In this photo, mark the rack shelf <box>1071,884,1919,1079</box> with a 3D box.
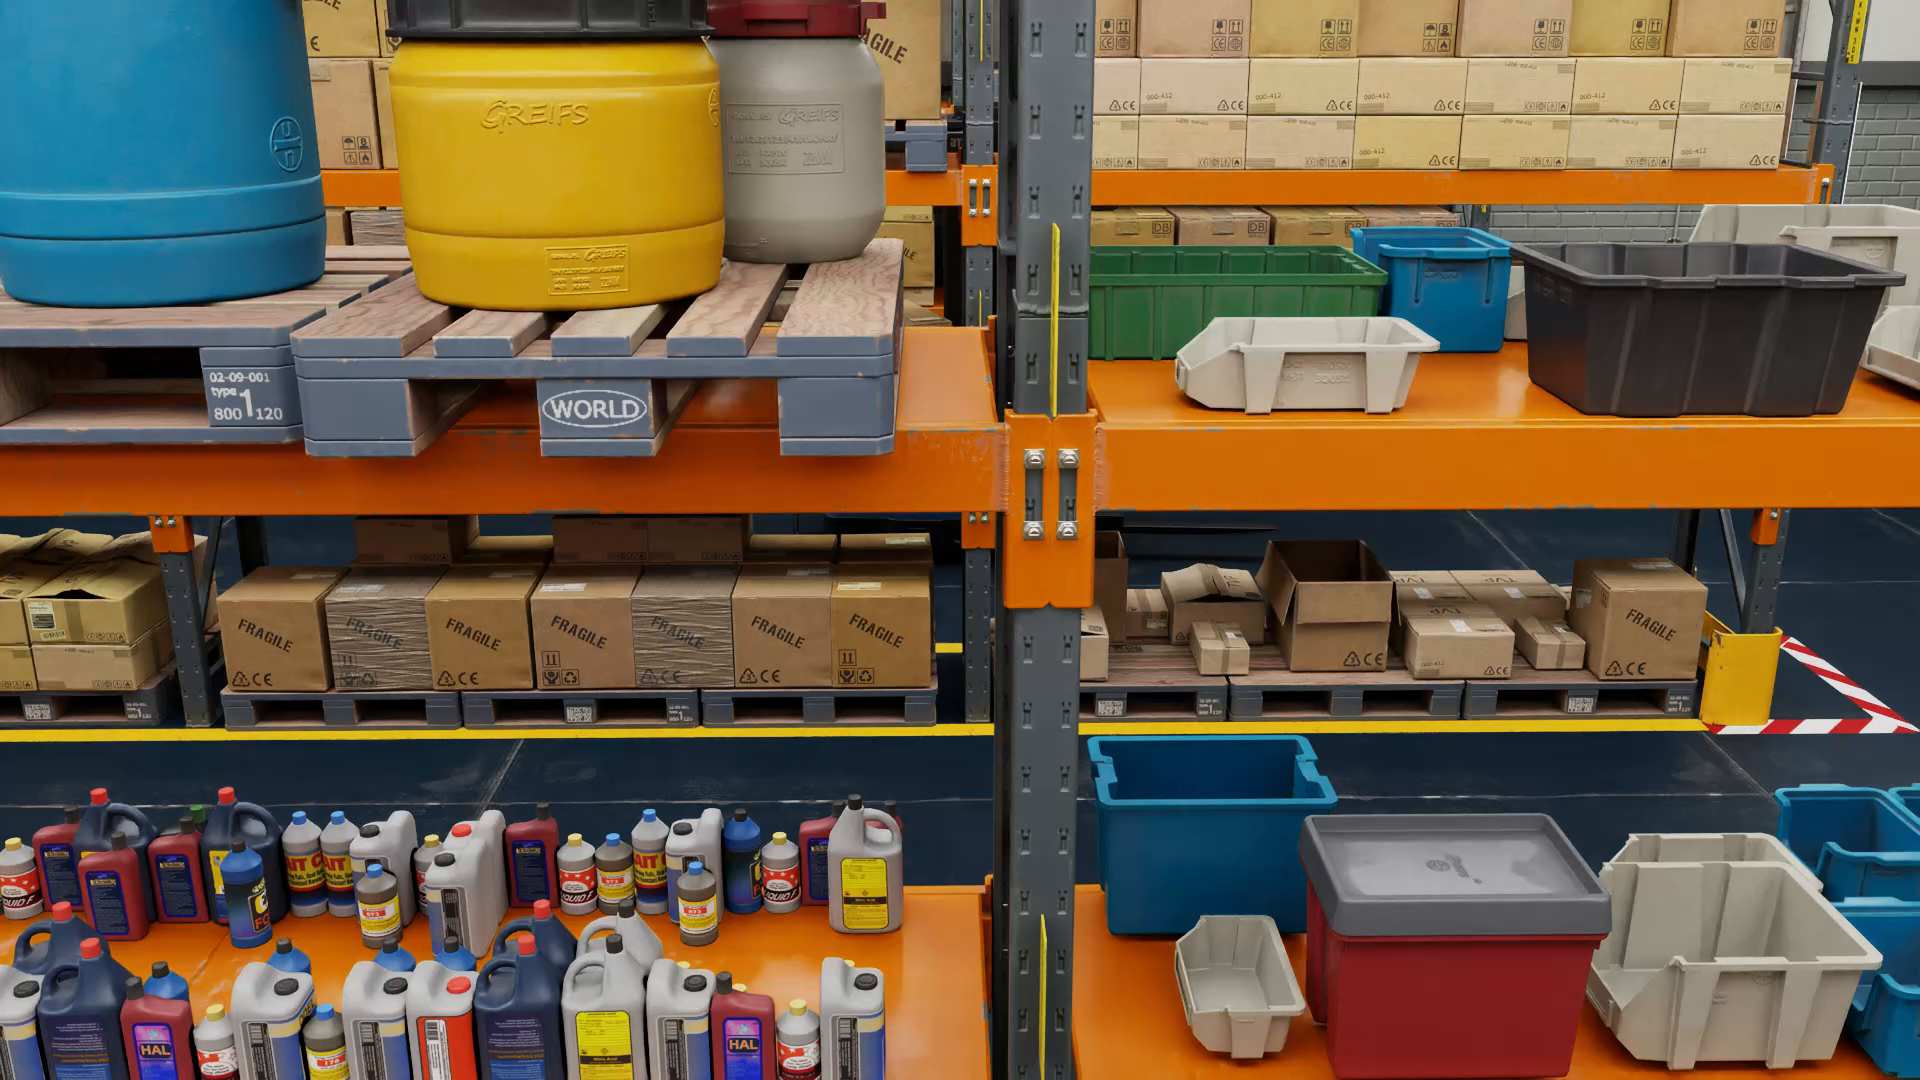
[{"bbox_3d":[2.158,1.214,4.030,4.000,0.370,1.077,0,18,-1],"label":"rack shelf"}]

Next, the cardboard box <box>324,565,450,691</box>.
[{"bbox_3d":[-2.933,0.449,8.609,0.500,0.500,0.500,-1,18,-3],"label":"cardboard box"}]

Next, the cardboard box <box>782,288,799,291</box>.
[{"bbox_3d":[-1.352,-1.951,13.096,0.250,0.149,0.380,0,18,-1],"label":"cardboard box"}]

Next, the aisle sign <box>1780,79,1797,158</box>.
[{"bbox_3d":[4.147,-1.979,8.550,0.004,0.787,0.394,0,18,-1],"label":"aisle sign"}]

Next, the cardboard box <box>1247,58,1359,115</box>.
[{"bbox_3d":[1.574,-2.155,7.871,0.500,0.250,0.500,0,18,-1],"label":"cardboard box"}]

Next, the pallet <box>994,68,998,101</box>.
[{"bbox_3d":[0.820,-3.532,12.881,1.213,0.211,1.003,0,18,-1],"label":"pallet"}]

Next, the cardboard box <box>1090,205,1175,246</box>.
[{"bbox_3d":[1.275,-2.287,13.275,0.700,0.700,0.980,-1,18,-2],"label":"cardboard box"}]

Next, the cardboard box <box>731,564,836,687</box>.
[{"bbox_3d":[-0.899,0.439,8.641,0.500,0.500,0.500,0,18,-1],"label":"cardboard box"}]

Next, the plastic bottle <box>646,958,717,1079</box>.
[{"bbox_3d":[-0.596,1.042,3.590,0.135,0.276,0.152,0,18,-1],"label":"plastic bottle"}]

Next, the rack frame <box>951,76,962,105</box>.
[{"bbox_3d":[0.002,-2.145,13.323,0.127,3.000,1.000,0,18,-1],"label":"rack frame"}]

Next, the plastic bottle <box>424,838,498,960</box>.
[{"bbox_3d":[-1.234,0.877,4.106,0.135,0.276,0.152,0,18,-1],"label":"plastic bottle"}]

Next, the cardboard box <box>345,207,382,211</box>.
[{"bbox_3d":[-4.663,-2.675,13.028,0.250,0.149,0.380,-3,18,-10],"label":"cardboard box"}]

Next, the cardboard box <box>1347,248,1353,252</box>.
[{"bbox_3d":[2.105,-1.245,8.717,0.500,0.500,0.500,0,18,-1],"label":"cardboard box"}]

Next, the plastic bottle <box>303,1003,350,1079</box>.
[{"bbox_3d":[-1.350,1.090,3.564,0.097,0.201,0.097,0,18,0],"label":"plastic bottle"}]

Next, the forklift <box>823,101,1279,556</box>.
[{"bbox_3d":[0.624,-1.385,11.067,3.031,2.935,1.130,1,18,3],"label":"forklift"}]

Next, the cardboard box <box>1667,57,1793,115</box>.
[{"bbox_3d":[3.574,-2.166,7.905,0.500,0.250,0.500,0,18,-1],"label":"cardboard box"}]

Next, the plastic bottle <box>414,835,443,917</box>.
[{"bbox_3d":[-1.353,0.858,4.287,0.097,0.201,0.097,0,18,0],"label":"plastic bottle"}]

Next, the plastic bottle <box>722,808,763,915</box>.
[{"bbox_3d":[-0.561,0.821,4.288,0.097,0.271,0.097,0,18,0],"label":"plastic bottle"}]

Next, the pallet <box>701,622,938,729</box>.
[{"bbox_3d":[-0.729,0.711,8.984,1.213,0.211,1.003,0,18,-1],"label":"pallet"}]

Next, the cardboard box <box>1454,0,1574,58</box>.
[{"bbox_3d":[2.570,-2.584,7.981,0.500,0.500,0.700,0,18,-1],"label":"cardboard box"}]

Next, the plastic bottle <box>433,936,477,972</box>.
[{"bbox_3d":[-1.121,1.009,3.702,0.097,0.271,0.097,0,18,0],"label":"plastic bottle"}]

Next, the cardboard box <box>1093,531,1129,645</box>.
[{"bbox_3d":[0.649,0.260,9.200,0.500,0.500,0.500,0,18,-1],"label":"cardboard box"}]

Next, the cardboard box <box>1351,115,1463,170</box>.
[{"bbox_3d":[2.074,-1.922,7.964,0.500,0.250,0.500,0,18,-1],"label":"cardboard box"}]

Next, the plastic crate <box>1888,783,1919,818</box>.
[{"bbox_3d":[2.589,0.820,4.257,0.300,0.233,0.416,0,18,-1],"label":"plastic crate"}]

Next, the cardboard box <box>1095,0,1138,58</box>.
[{"bbox_3d":[0.569,-2.598,8.024,0.500,0.500,0.700,0,18,-1],"label":"cardboard box"}]

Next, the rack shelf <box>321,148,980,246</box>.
[{"bbox_3d":[-1.916,-1.708,8.228,4.000,0.370,1.077,0,18,-1],"label":"rack shelf"}]

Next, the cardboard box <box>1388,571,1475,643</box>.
[{"bbox_3d":[2.535,0.369,9.266,0.500,0.250,0.500,0,18,-1],"label":"cardboard box"}]

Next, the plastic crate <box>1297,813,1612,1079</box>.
[{"bbox_3d":[1.055,0.894,3.646,0.583,0.464,0.402,0,18,-1],"label":"plastic crate"}]

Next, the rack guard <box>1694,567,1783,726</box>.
[{"bbox_3d":[4.007,0.539,9.047,0.348,0.500,1.175,0,18,-1],"label":"rack guard"}]

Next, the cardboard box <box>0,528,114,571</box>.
[{"bbox_3d":[-4.969,0.148,9.072,0.500,0.311,0.500,-1,18,-2],"label":"cardboard box"}]

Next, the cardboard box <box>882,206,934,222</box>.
[{"bbox_3d":[-0.461,-2.620,12.894,0.500,0.250,0.500,0,18,0],"label":"cardboard box"}]

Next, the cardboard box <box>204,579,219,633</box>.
[{"bbox_3d":[-4.444,0.410,9.174,0.500,0.250,0.500,0,18,-1],"label":"cardboard box"}]

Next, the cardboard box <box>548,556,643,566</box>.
[{"bbox_3d":[-1.942,0.285,9.120,0.500,0.500,0.500,-1,18,-3],"label":"cardboard box"}]

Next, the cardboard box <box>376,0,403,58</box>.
[{"bbox_3d":[-2.459,-2.570,7.936,0.500,0.500,0.500,0,18,-1],"label":"cardboard box"}]

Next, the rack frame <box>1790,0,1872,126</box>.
[{"bbox_3d":[4.083,-3.508,7.750,0.127,3.000,1.000,0,18,-1],"label":"rack frame"}]

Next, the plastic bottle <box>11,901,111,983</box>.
[{"bbox_3d":[-1.994,0.968,3.699,0.185,0.351,0.144,0,18,-1],"label":"plastic bottle"}]

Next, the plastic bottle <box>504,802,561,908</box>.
[{"bbox_3d":[-1.103,0.812,4.296,0.133,0.283,0.061,0,18,-1],"label":"plastic bottle"}]

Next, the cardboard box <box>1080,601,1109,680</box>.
[{"bbox_3d":[0.507,0.503,8.750,0.500,0.311,0.500,0,18,-1],"label":"cardboard box"}]

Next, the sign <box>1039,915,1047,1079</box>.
[{"bbox_3d":[0.165,0.917,3.324,0.005,0.325,0.100,0,18,-1],"label":"sign"}]

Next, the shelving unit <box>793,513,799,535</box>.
[{"bbox_3d":[-1.023,-0.521,11.453,0.252,1.050,0.215,1,18,3],"label":"shelving unit"}]

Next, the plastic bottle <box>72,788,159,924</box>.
[{"bbox_3d":[-2.141,0.798,4.230,0.185,0.351,0.144,0,18,-1],"label":"plastic bottle"}]

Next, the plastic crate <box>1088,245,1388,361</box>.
[{"bbox_3d":[0.577,-0.541,3.759,0.662,0.188,0.450,0,18,-1],"label":"plastic crate"}]

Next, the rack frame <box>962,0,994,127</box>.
[{"bbox_3d":[0.084,-3.488,7.690,0.127,3.000,1.000,0,18,-1],"label":"rack frame"}]

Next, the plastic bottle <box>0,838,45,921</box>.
[{"bbox_3d":[-2.416,0.863,4.271,0.097,0.201,0.097,0,18,0],"label":"plastic bottle"}]

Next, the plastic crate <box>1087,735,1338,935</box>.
[{"bbox_3d":[0.620,0.754,4.215,0.575,0.384,0.392,0,18,-1],"label":"plastic crate"}]

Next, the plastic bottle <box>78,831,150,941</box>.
[{"bbox_3d":[-2.114,0.861,4.143,0.133,0.283,0.061,0,18,-1],"label":"plastic bottle"}]

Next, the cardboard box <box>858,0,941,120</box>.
[{"bbox_3d":[-0.421,-2.375,8.116,0.600,0.600,0.600,-2,18,-6],"label":"cardboard box"}]

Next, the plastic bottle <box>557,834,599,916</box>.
[{"bbox_3d":[-0.987,0.856,4.292,0.097,0.201,0.097,0,18,0],"label":"plastic bottle"}]
